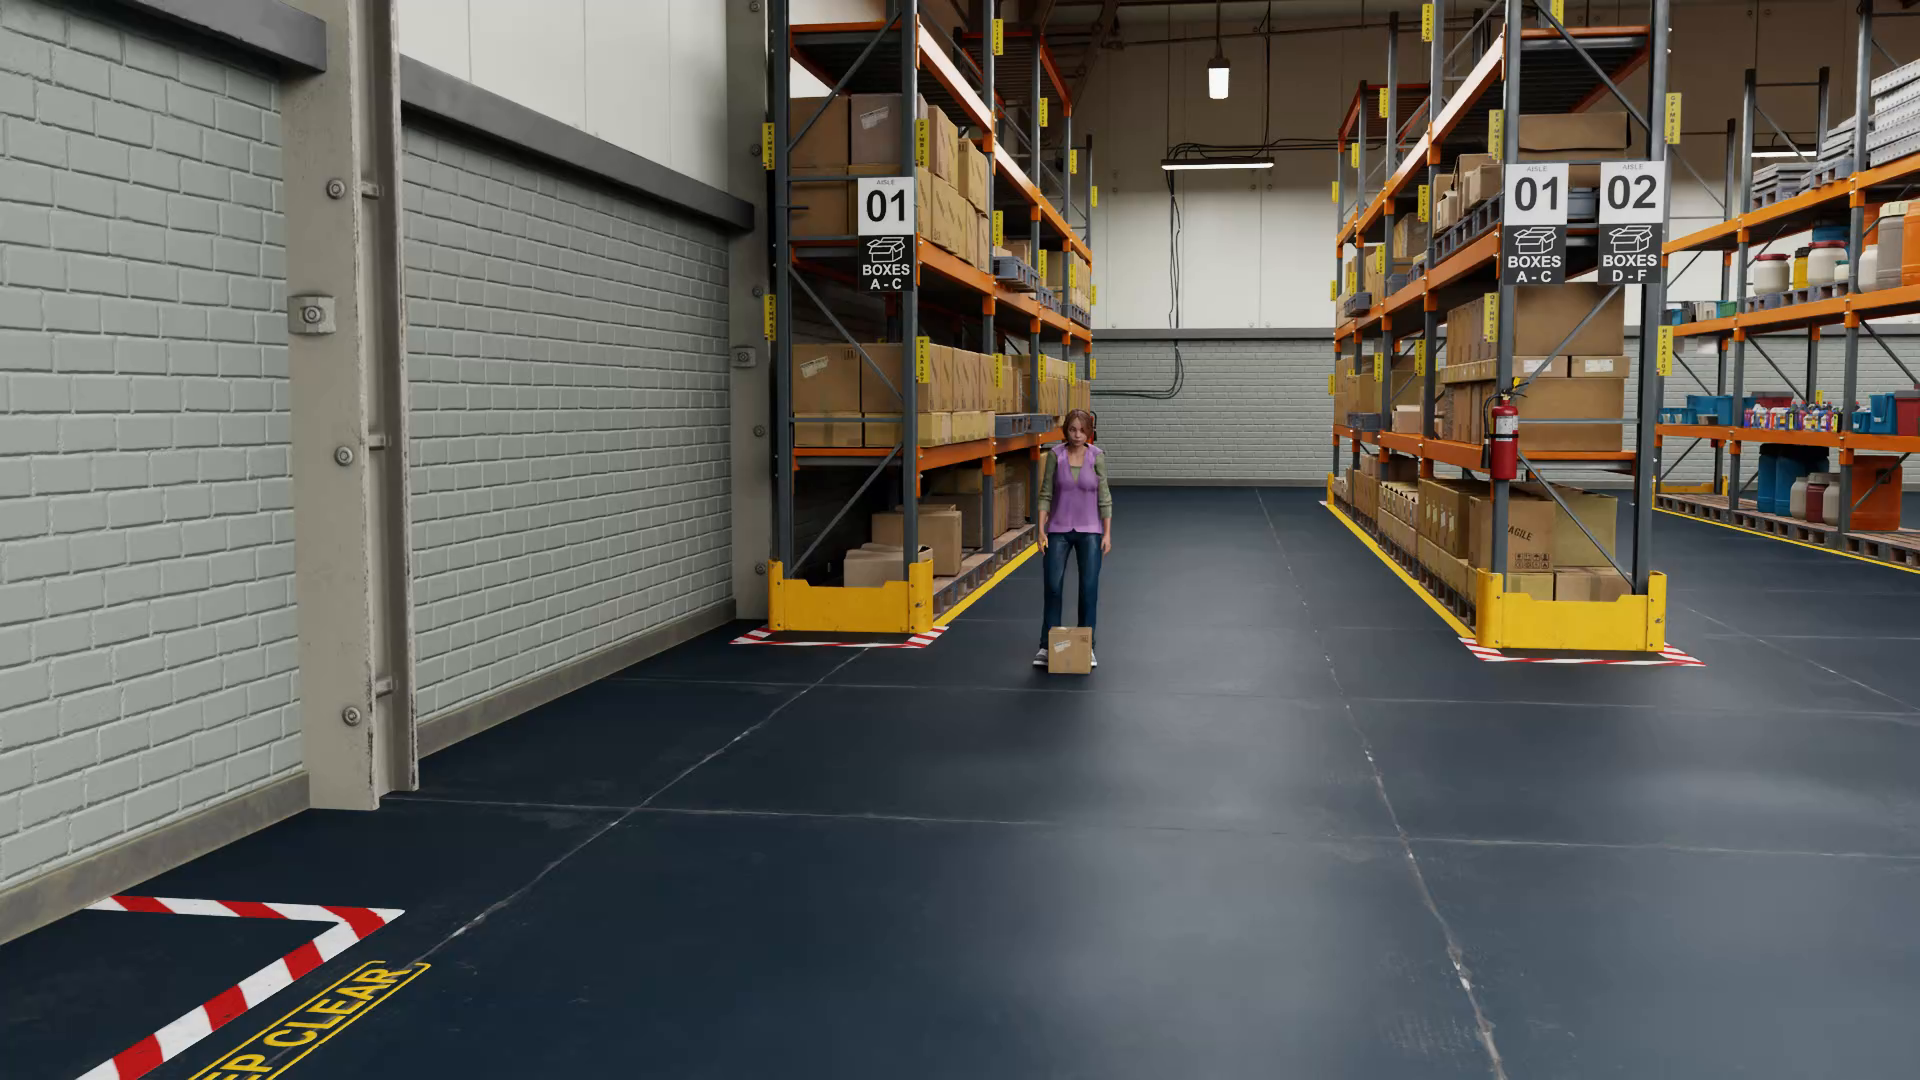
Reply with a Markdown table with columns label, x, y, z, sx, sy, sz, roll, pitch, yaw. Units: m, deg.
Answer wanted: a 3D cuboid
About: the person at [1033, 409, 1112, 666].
| label | x | y | z | sx | sy | sz | roll | pitch | yaw |
| --- | --- | --- | --- | --- | --- | --- | --- | --- | --- |
| person | 0.703 | -0.017 | 10.334 | 0.484 | 1.592 | 0.346 | 0 | 5 | 5 |
